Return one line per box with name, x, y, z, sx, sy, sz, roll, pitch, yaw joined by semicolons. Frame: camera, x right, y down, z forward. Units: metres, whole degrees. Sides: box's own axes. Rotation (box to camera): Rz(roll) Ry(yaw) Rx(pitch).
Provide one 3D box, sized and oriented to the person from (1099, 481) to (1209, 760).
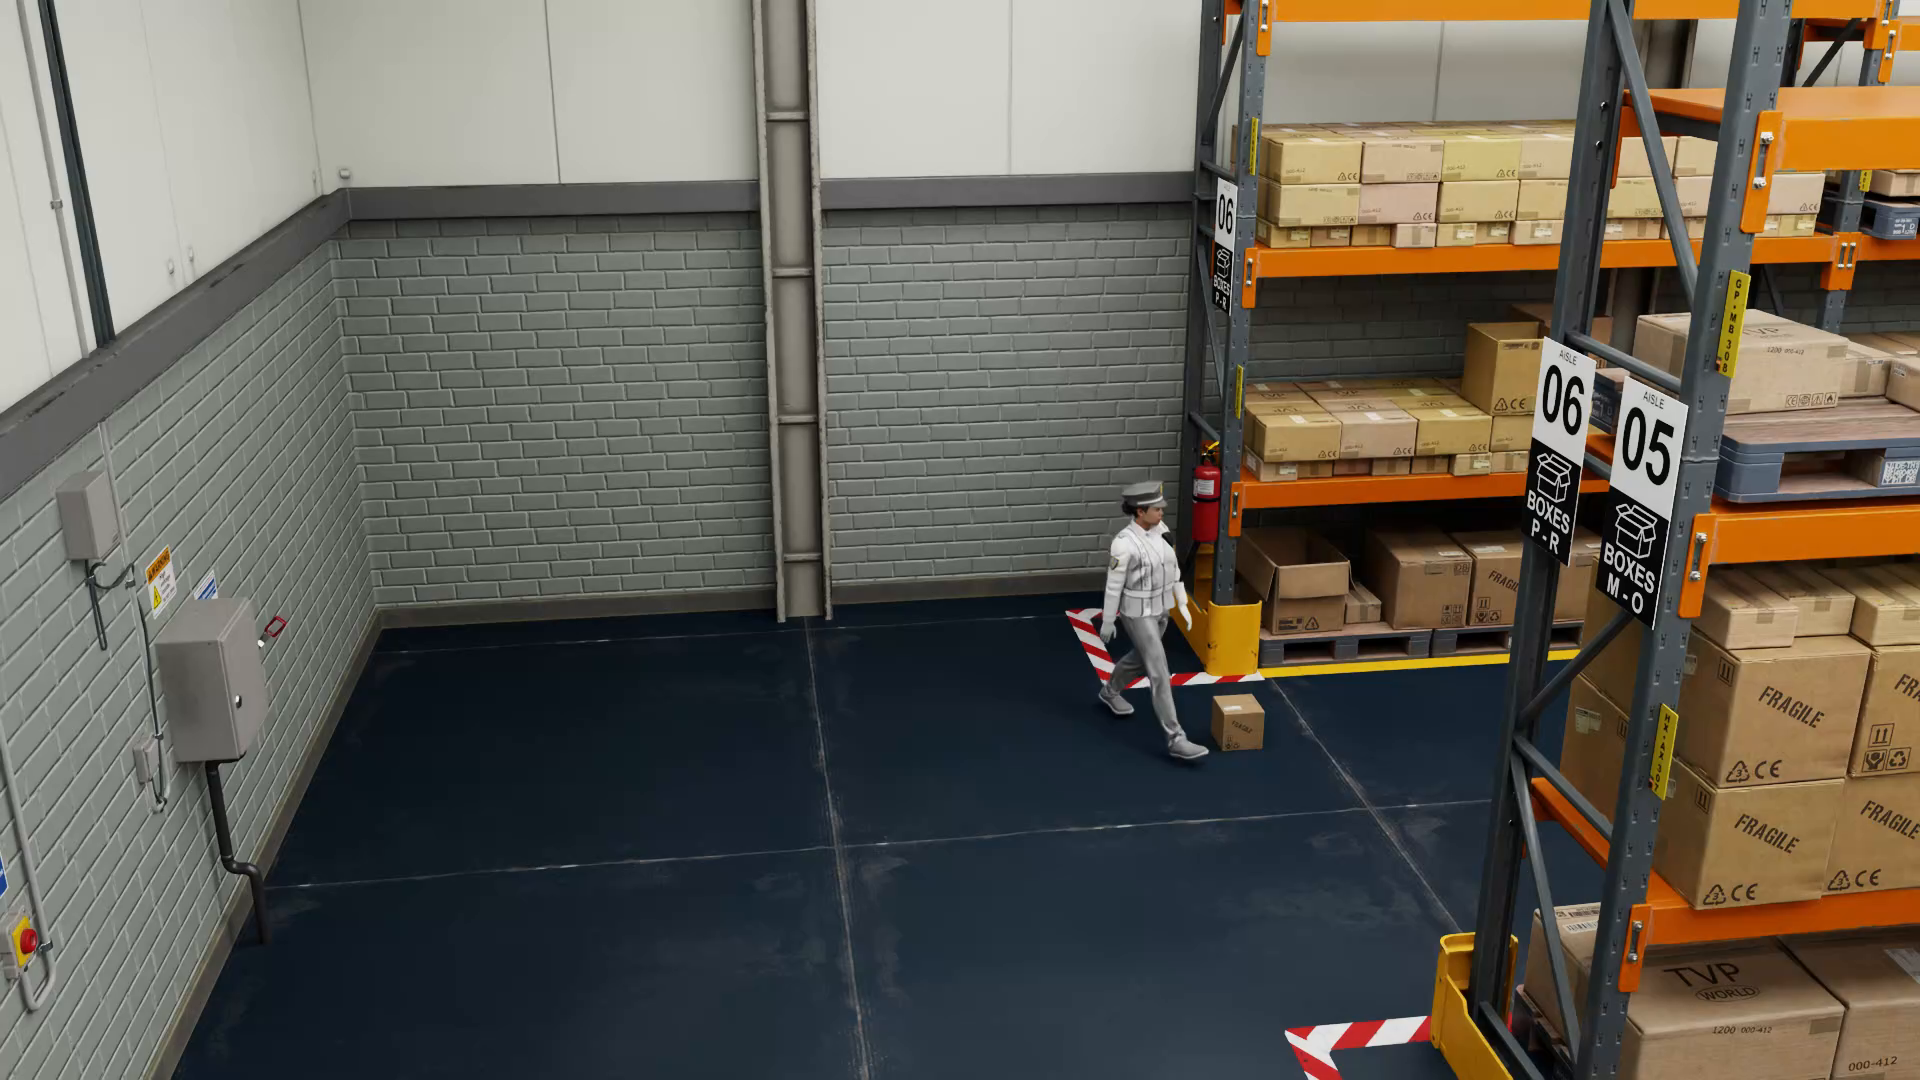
person;13.626;-0.447;6.147;23.381;5.845;13.221;18;27;41
